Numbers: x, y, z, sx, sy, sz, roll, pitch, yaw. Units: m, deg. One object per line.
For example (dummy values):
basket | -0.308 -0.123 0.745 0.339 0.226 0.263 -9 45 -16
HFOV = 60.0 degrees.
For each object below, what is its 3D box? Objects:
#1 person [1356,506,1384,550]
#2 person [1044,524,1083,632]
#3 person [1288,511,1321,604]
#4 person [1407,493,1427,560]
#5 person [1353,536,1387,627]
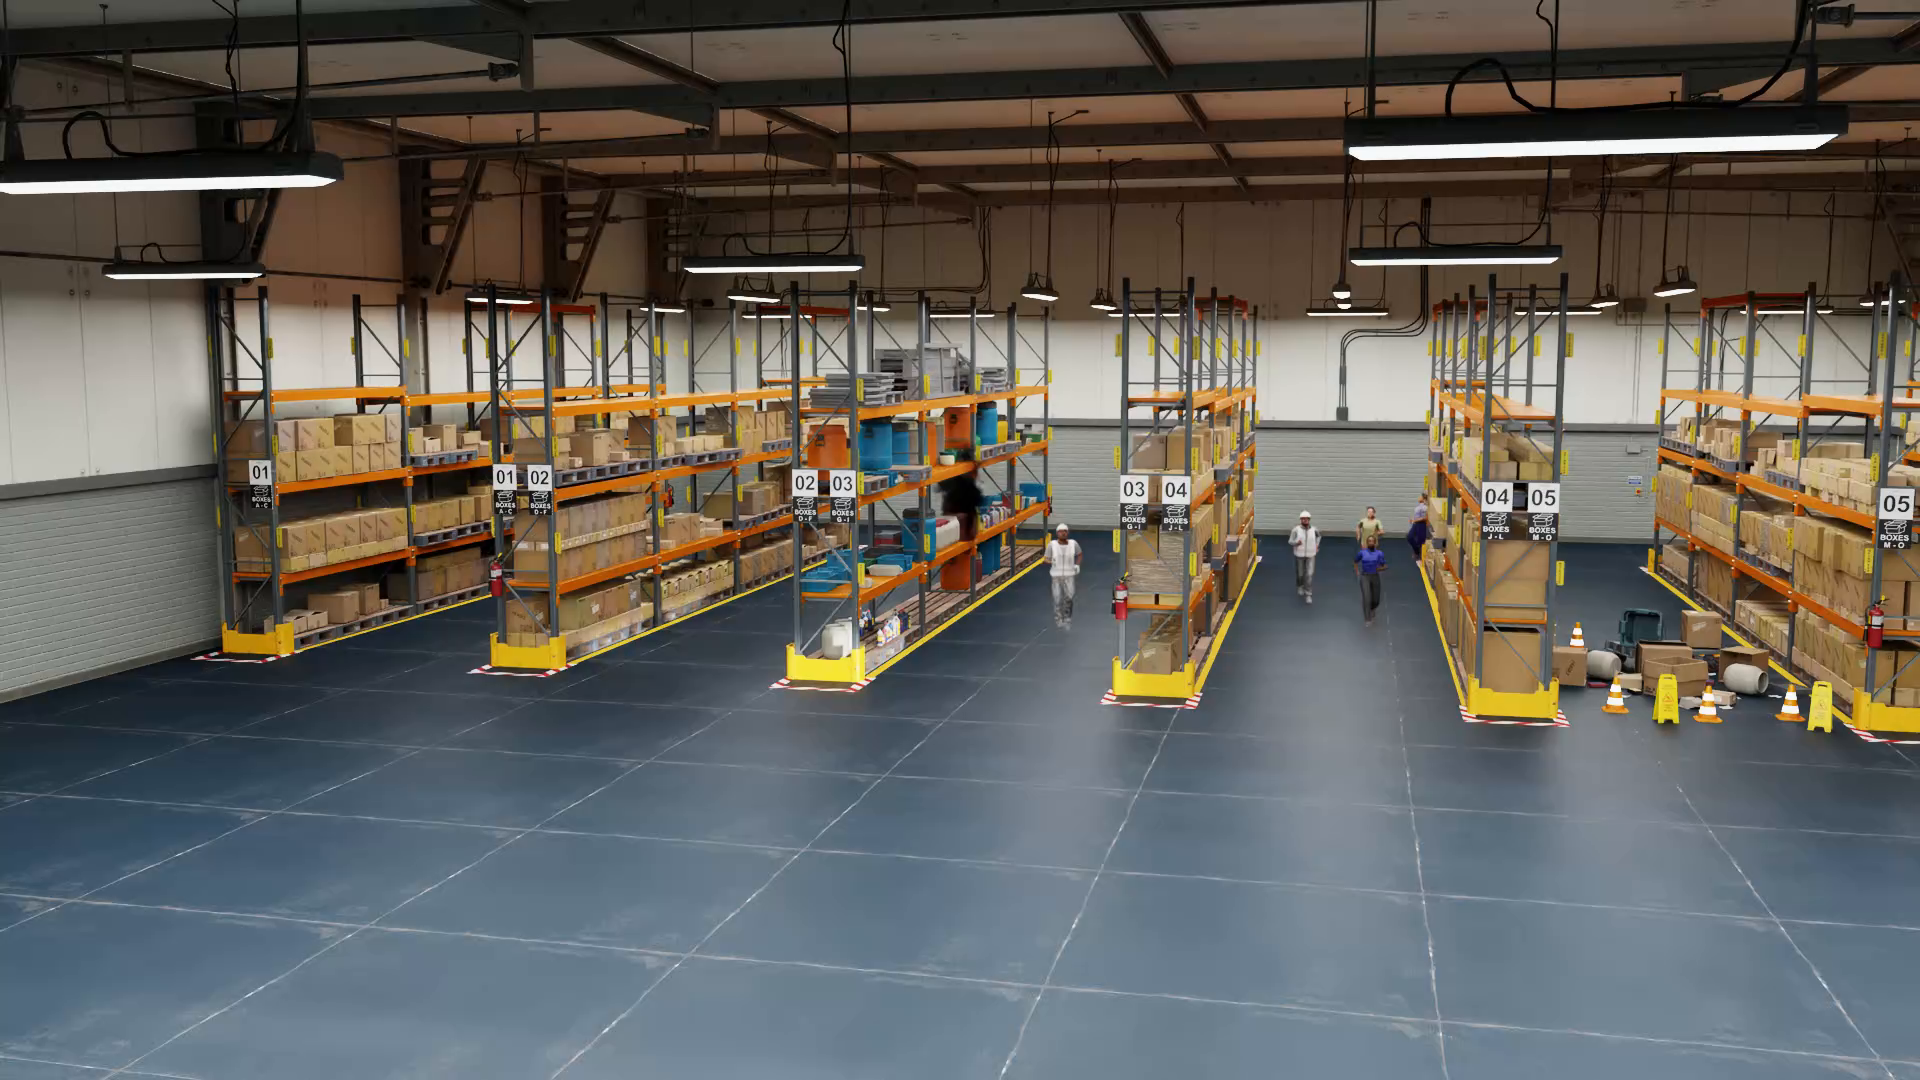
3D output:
person | 8.694 0.107 35.284 0.581 1.648 0.960 2 7 15
person | 1.743 0.647 27.951 0.662 1.829 0.633 0 7 0
person | 6.831 0.316 32.949 0.657 1.777 0.949 1 7 7
person | 10.890 -0.308 39.339 0.580 1.624 0.643 -1 7 -7
person | 7.435 0.773 30.192 0.588 1.535 0.834 1 7 8
